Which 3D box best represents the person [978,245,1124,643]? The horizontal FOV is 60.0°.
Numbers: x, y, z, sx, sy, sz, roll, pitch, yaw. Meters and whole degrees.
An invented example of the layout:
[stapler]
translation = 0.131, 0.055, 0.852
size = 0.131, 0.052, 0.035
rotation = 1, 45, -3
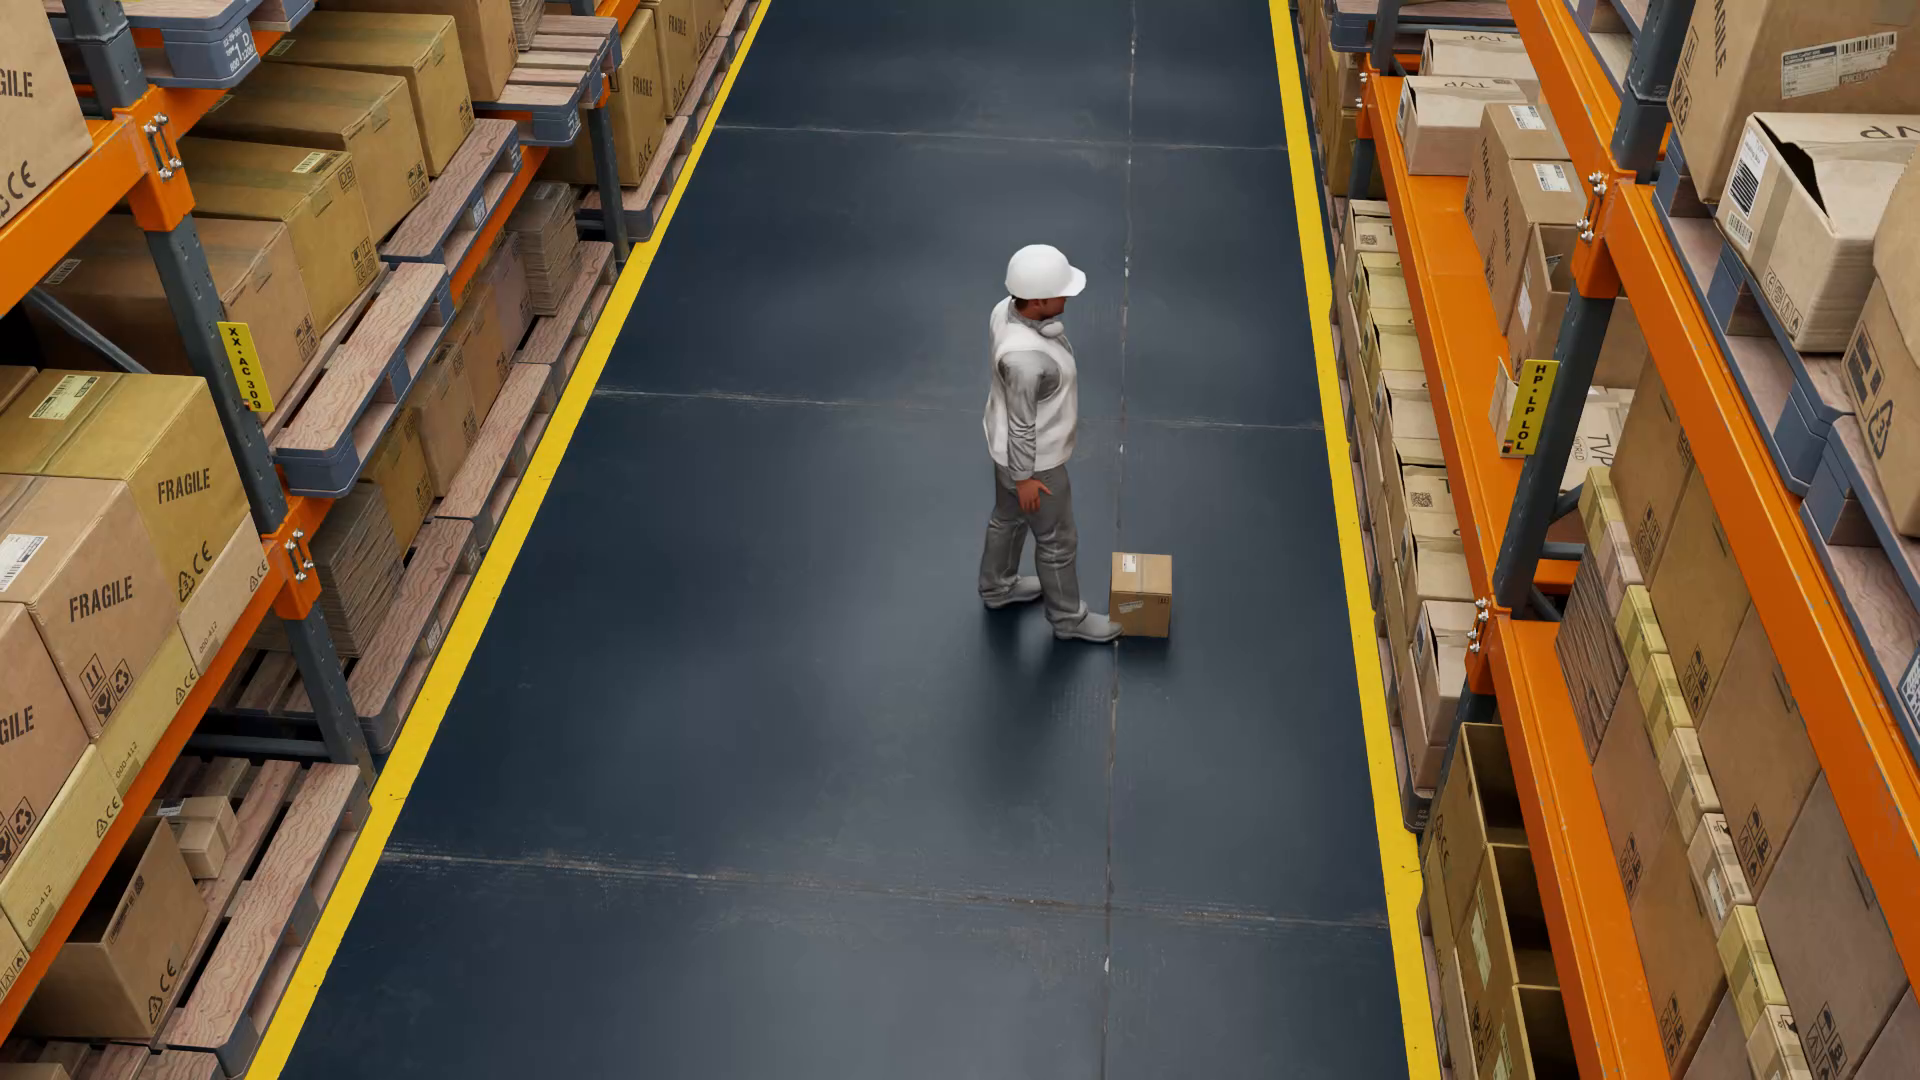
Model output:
[person]
translation = 0.374, -0.400, 6.599
size = 0.590, 1.766, 0.575
rotation = -4, 40, -5
